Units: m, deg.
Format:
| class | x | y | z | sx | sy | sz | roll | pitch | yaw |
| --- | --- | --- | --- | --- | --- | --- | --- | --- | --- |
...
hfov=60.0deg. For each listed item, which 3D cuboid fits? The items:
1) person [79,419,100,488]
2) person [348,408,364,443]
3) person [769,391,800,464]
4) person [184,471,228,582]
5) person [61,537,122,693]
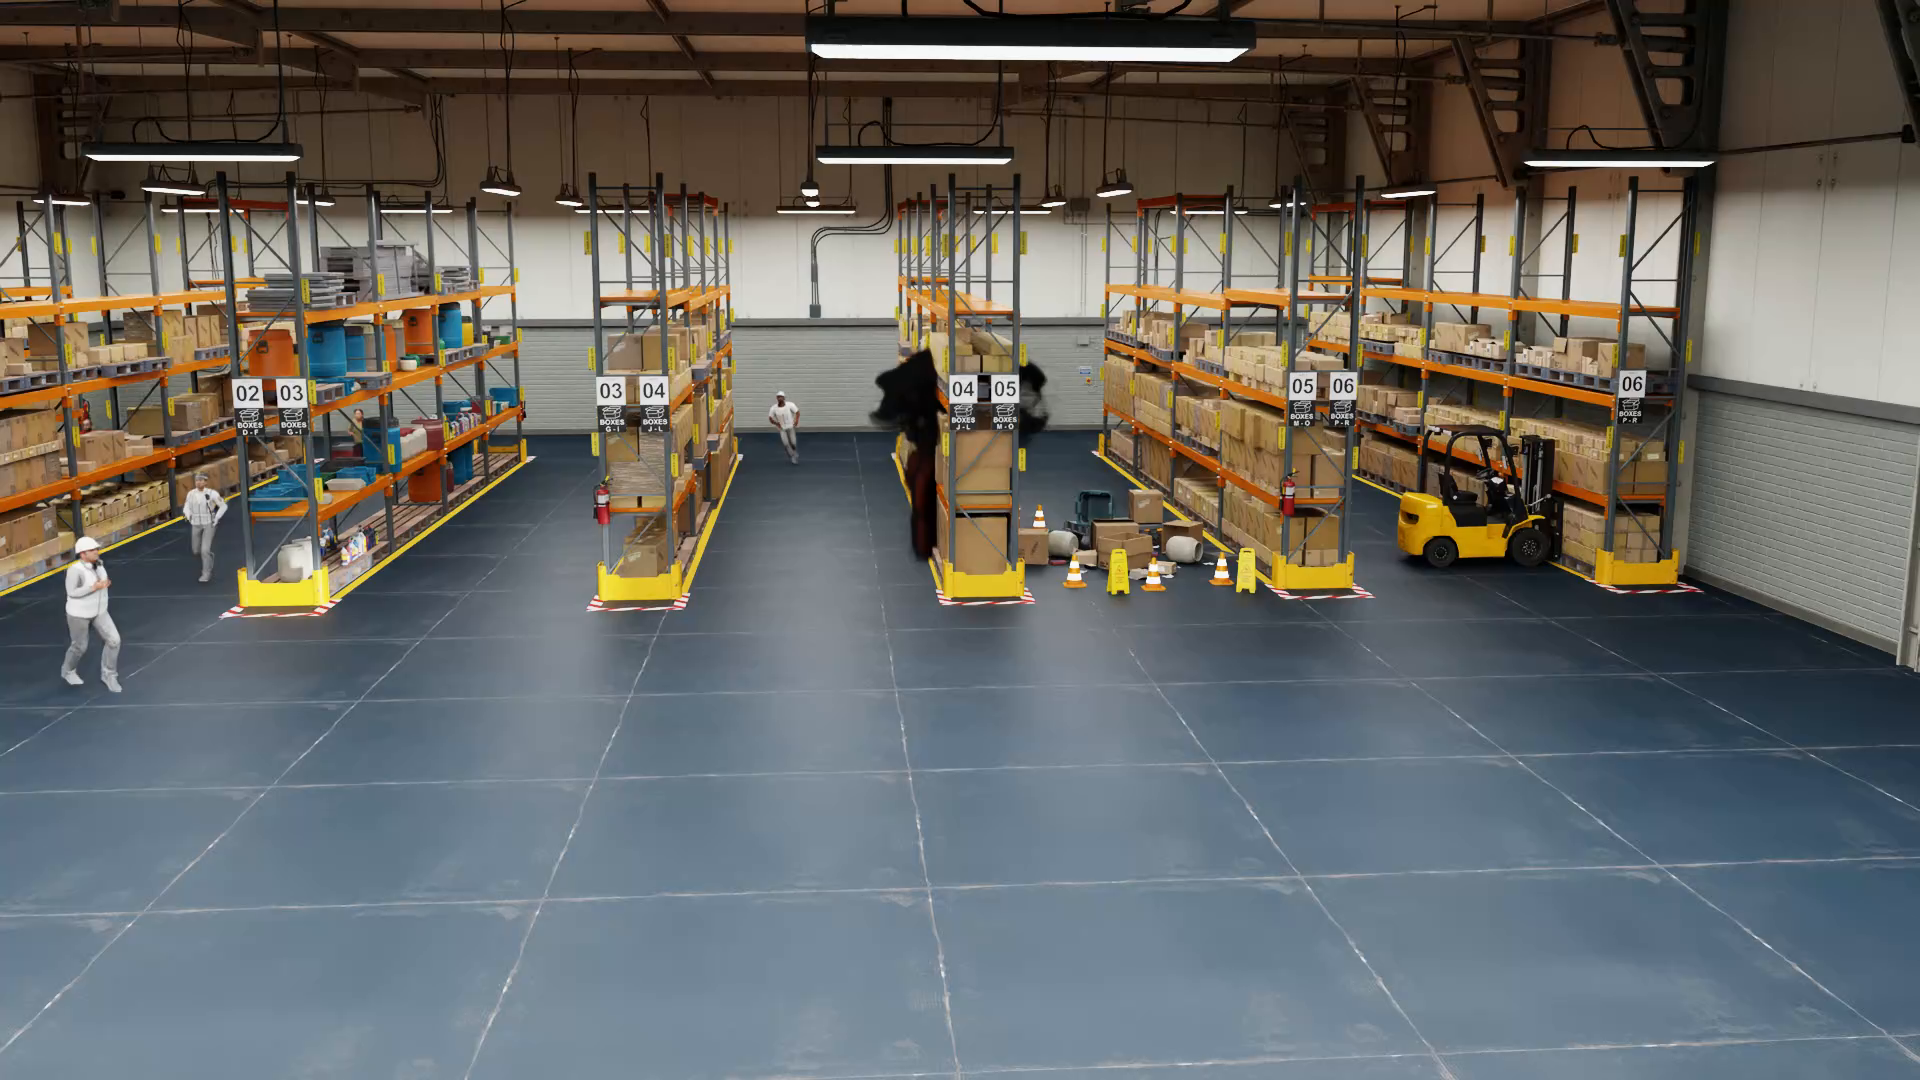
| class | x | y | z | sx | sy | sz | roll | pitch | yaw |
| --- | --- | --- | --- | --- | --- | --- | --- | --- | --- |
| person | -16.890 | -1.514 | 32.394 | 0.651 | 1.709 | 0.893 | -2 | 10 | -9 |
| person | -12.867 | -2.051 | 35.815 | 0.571 | 1.595 | 0.630 | -1 | 10 | -5 |
| person | -4.089 | -2.625 | 38.703 | 0.718 | 1.673 | 0.579 | 0 | 10 | -2 |
| person | -11.465 | -0.235 | 25.277 | 0.622 | 1.663 | 0.717 | 0 | 10 | -2 |
| person | -9.900 | 0.862 | 18.833 | 0.859 | 1.838 | 0.638 | 4 | 11 | 21 |
